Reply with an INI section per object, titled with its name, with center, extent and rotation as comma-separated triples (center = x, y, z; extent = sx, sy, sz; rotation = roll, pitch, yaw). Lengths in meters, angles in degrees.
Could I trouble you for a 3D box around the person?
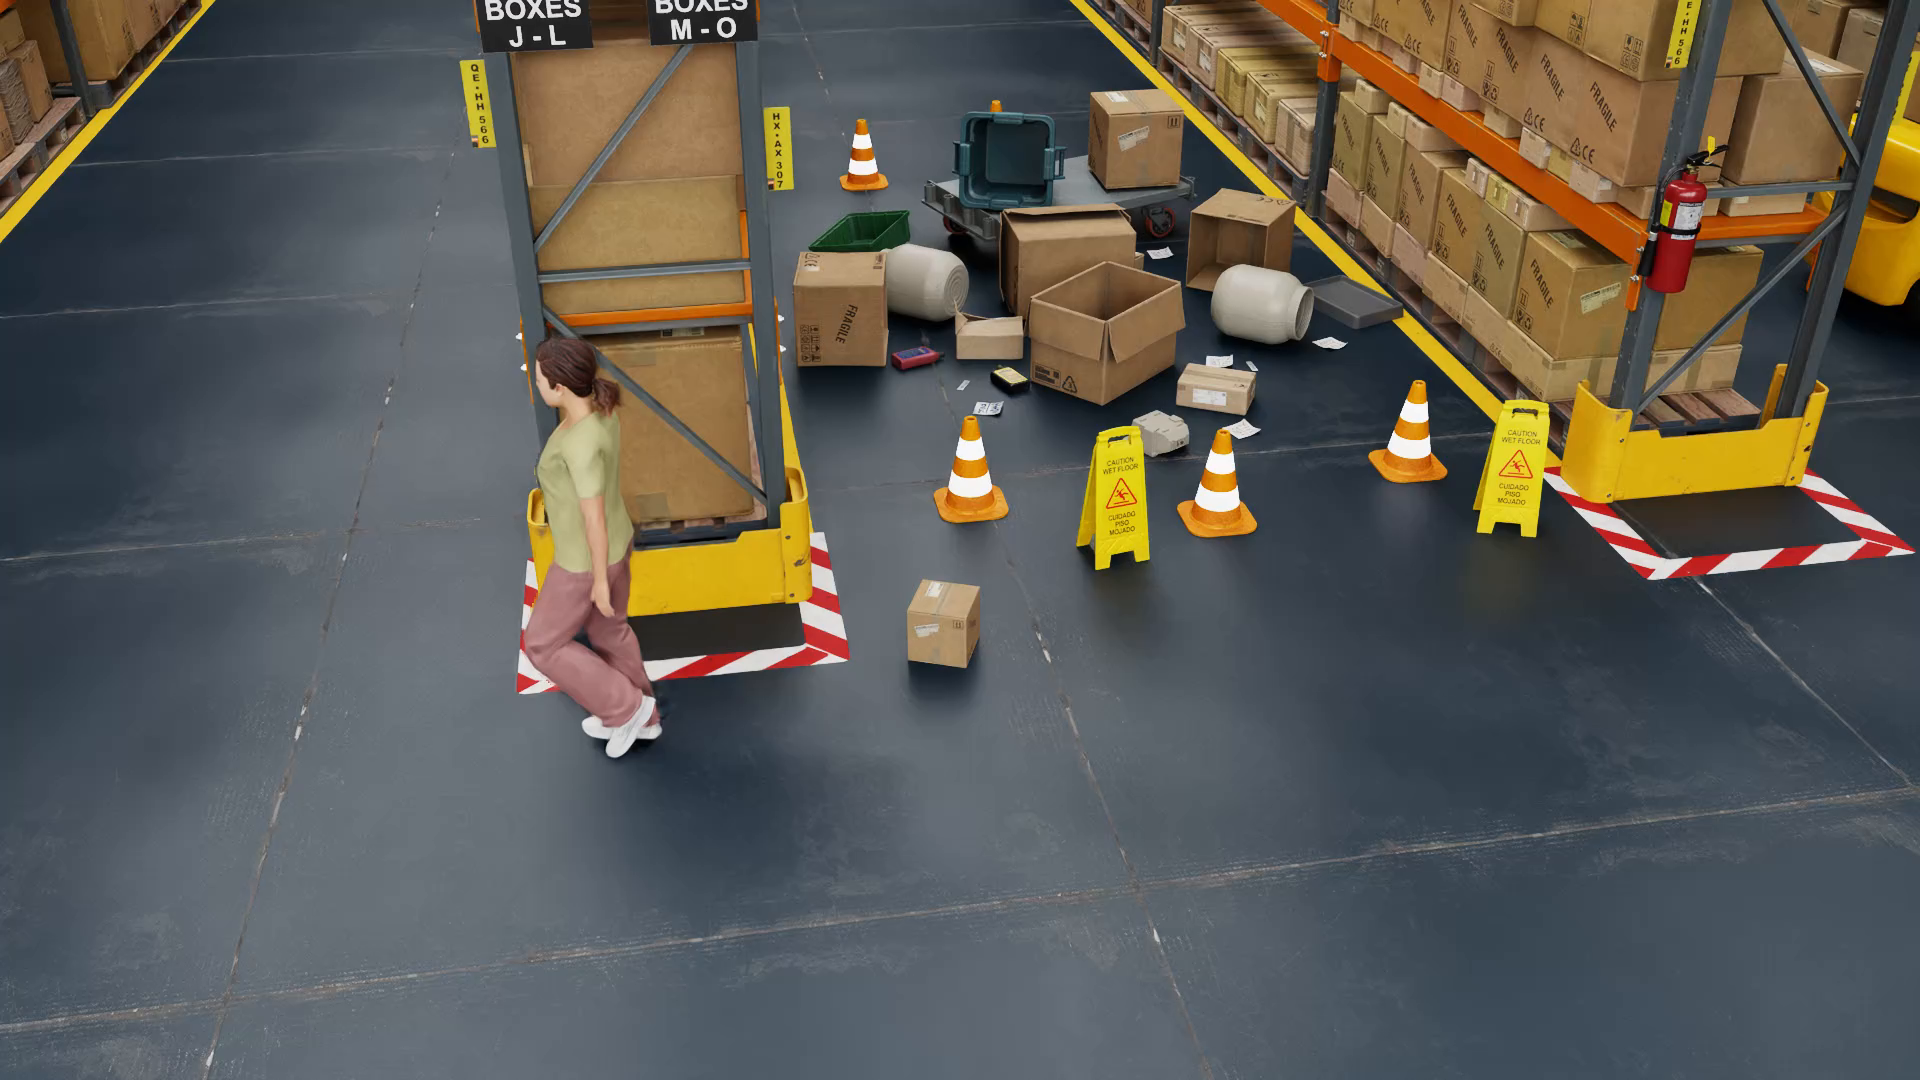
[person]
center = -1.361, 0.059, 5.996
extent = 0.430, 1.688, 0.489
rotation = 1, 31, 1
